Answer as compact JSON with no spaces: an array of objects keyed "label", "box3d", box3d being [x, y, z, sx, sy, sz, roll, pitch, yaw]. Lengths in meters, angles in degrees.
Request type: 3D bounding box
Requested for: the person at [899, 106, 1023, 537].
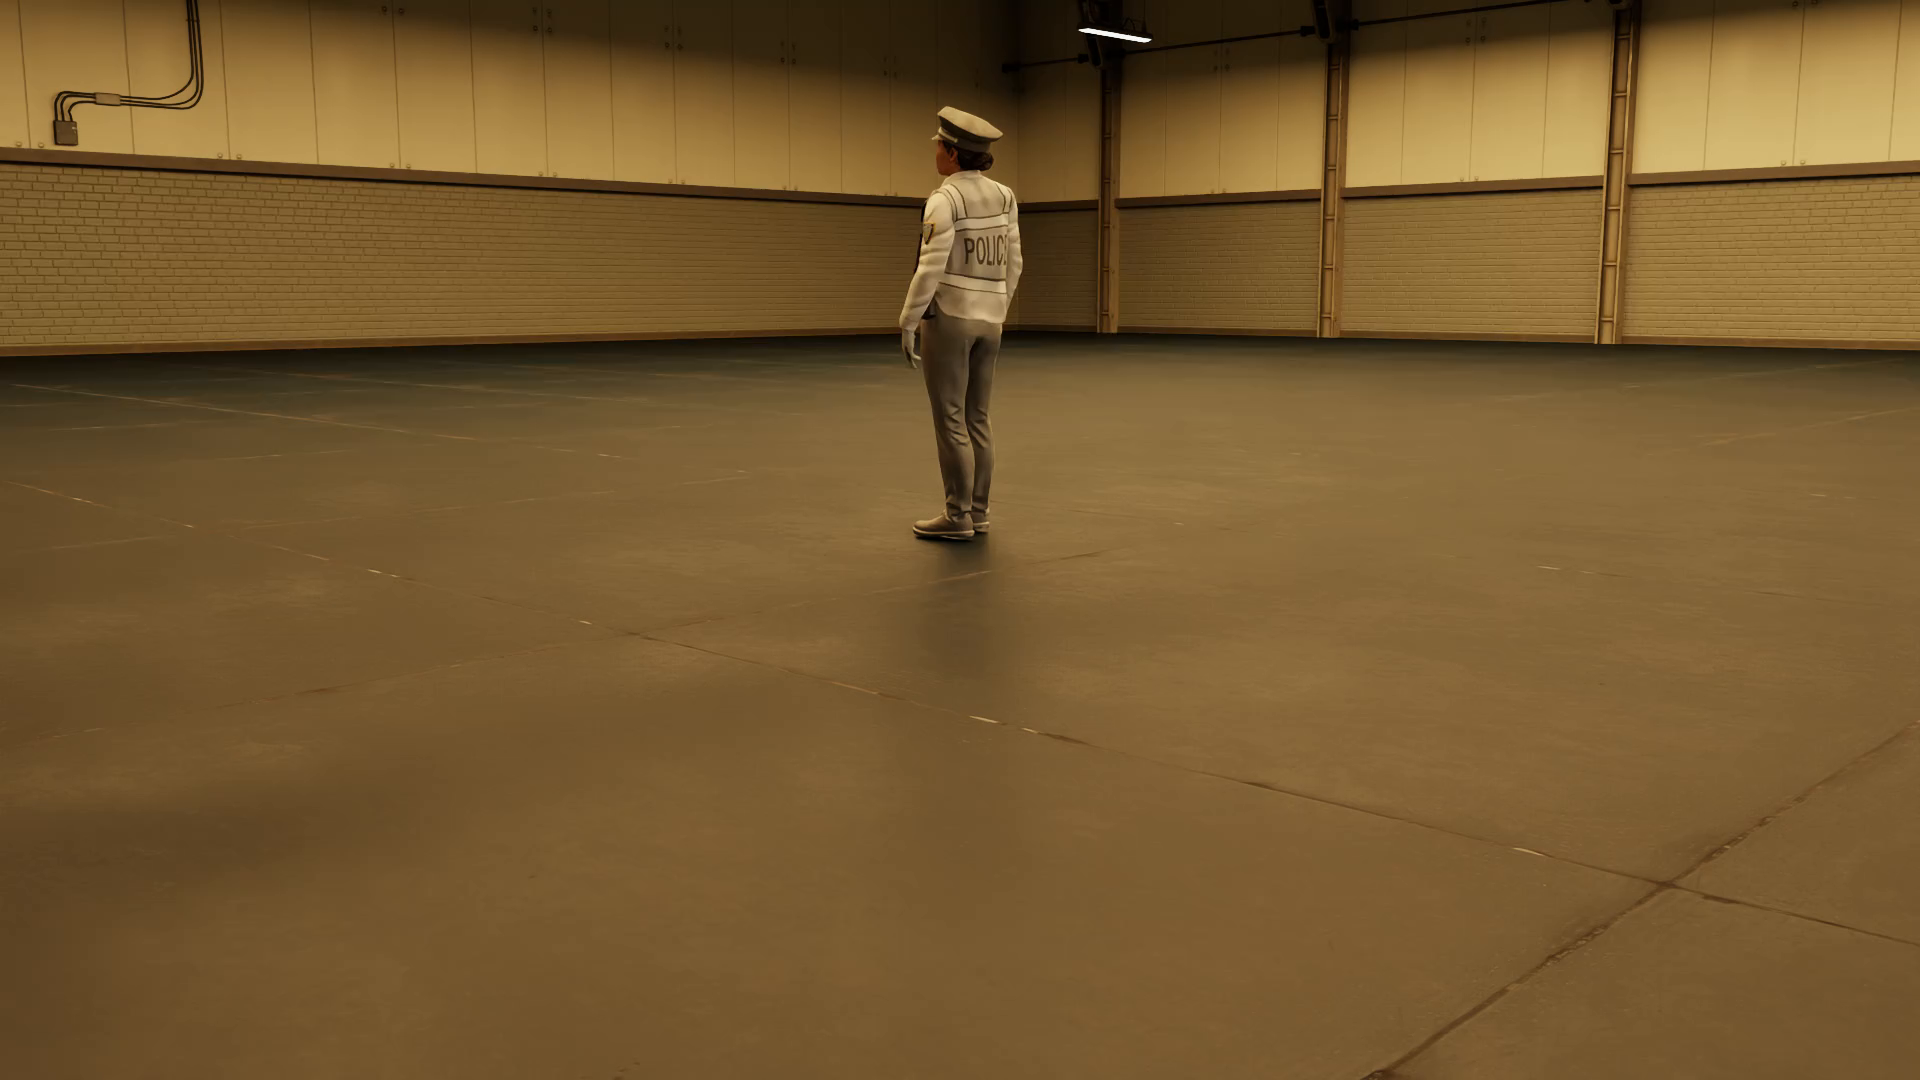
[{"label":"person","box3d":[-0.045,-0.853,6.643,0.530,1.694,0.586,8,12,43]}]
